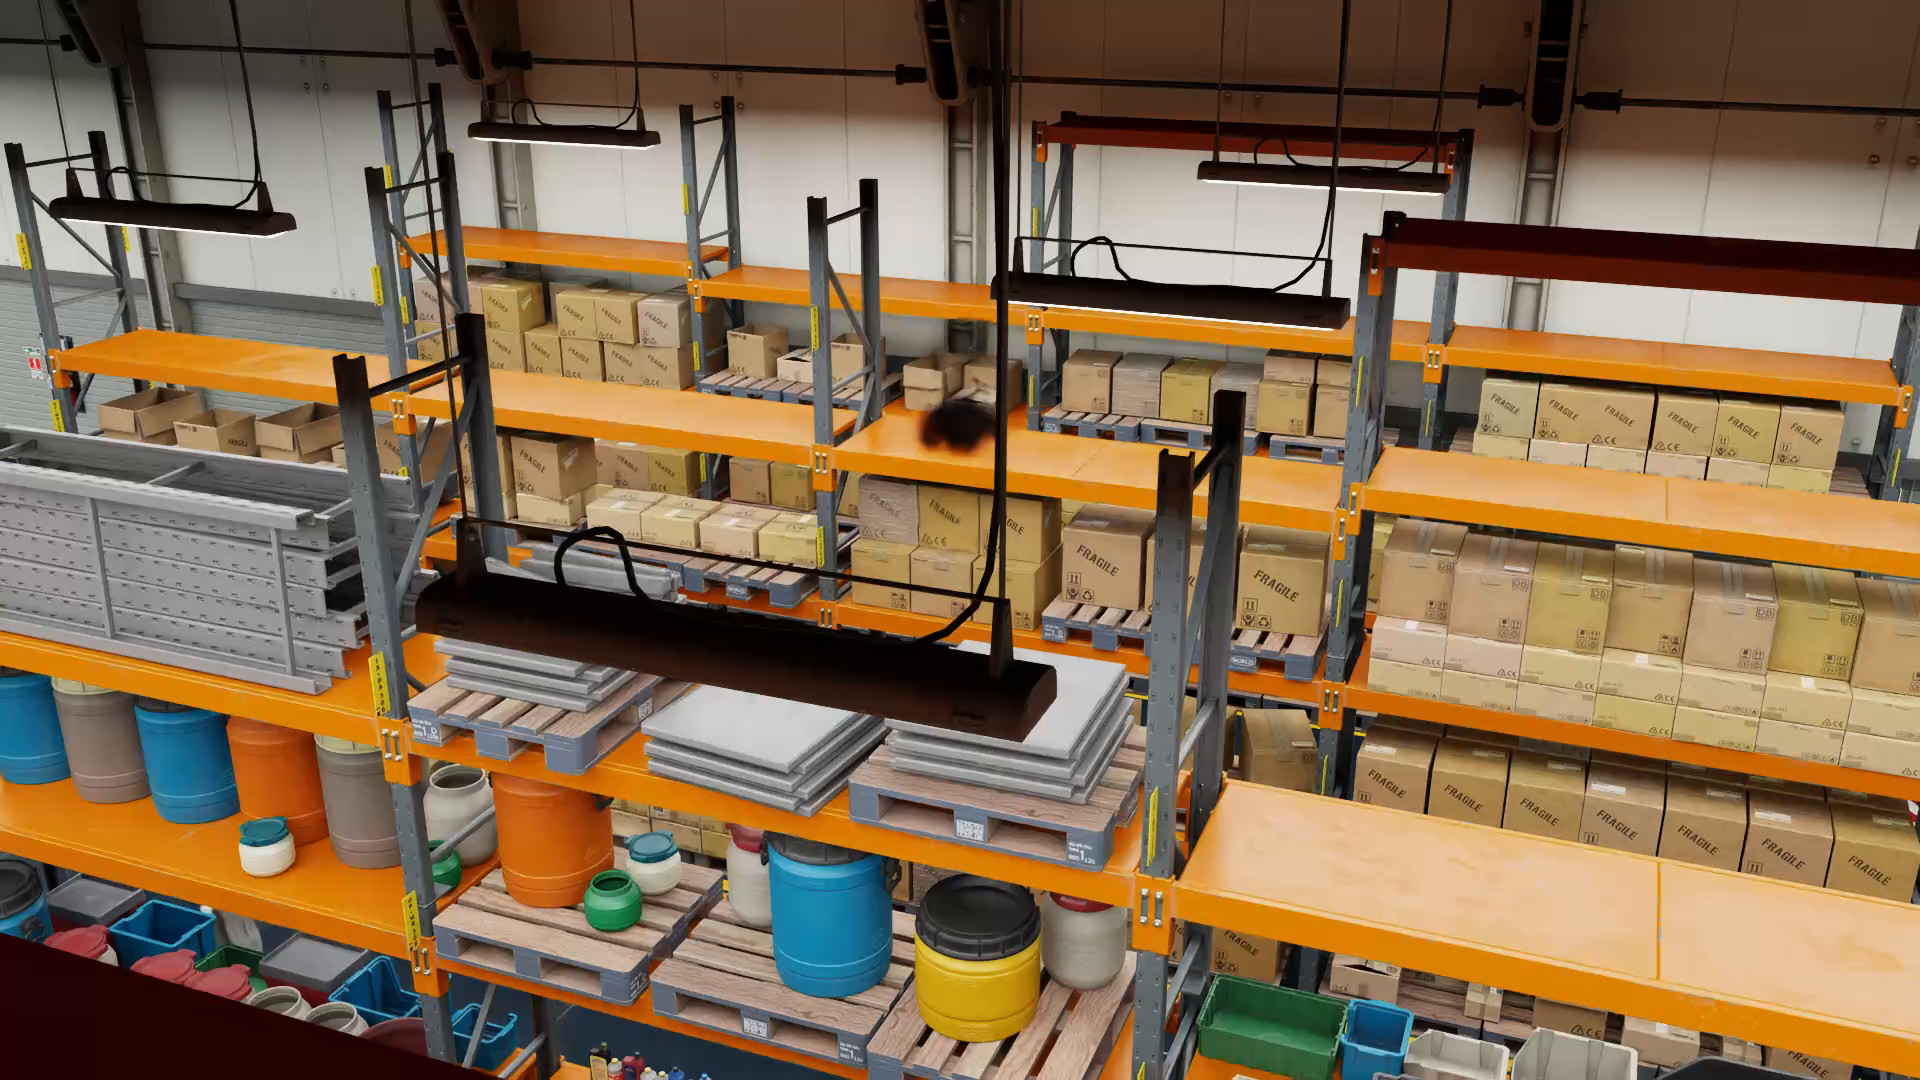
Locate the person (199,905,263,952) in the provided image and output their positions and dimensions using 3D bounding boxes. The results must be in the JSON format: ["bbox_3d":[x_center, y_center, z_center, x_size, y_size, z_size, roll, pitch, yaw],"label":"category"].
[{"bbox_3d":[-5.345,3.034,12.250,0.536,1.547,0.620,15,26,35],"label":"person"}]
